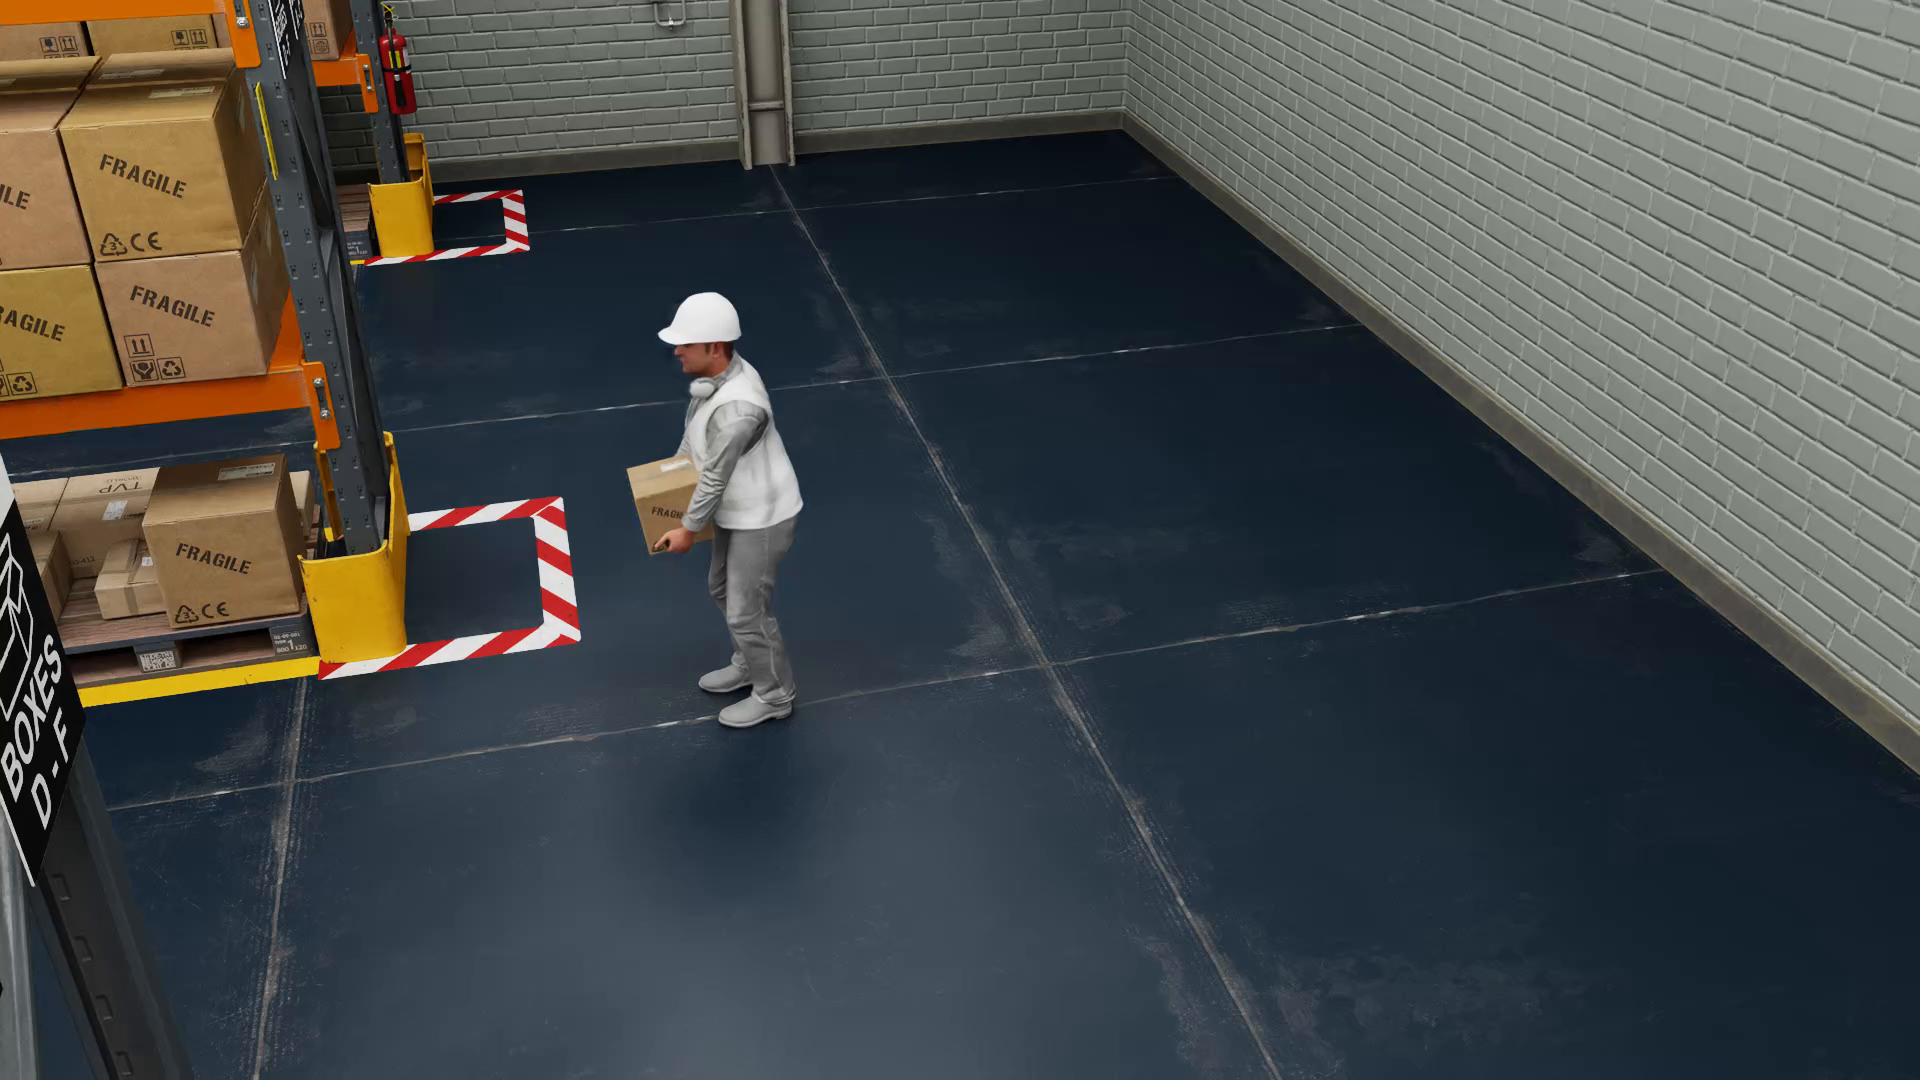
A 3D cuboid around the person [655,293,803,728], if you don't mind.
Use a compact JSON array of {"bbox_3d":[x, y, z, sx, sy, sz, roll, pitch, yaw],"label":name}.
[{"bbox_3d":[-0.888,-0.103,6.297,0.571,1.763,0.489,-8,31,-14],"label":"person"}]
